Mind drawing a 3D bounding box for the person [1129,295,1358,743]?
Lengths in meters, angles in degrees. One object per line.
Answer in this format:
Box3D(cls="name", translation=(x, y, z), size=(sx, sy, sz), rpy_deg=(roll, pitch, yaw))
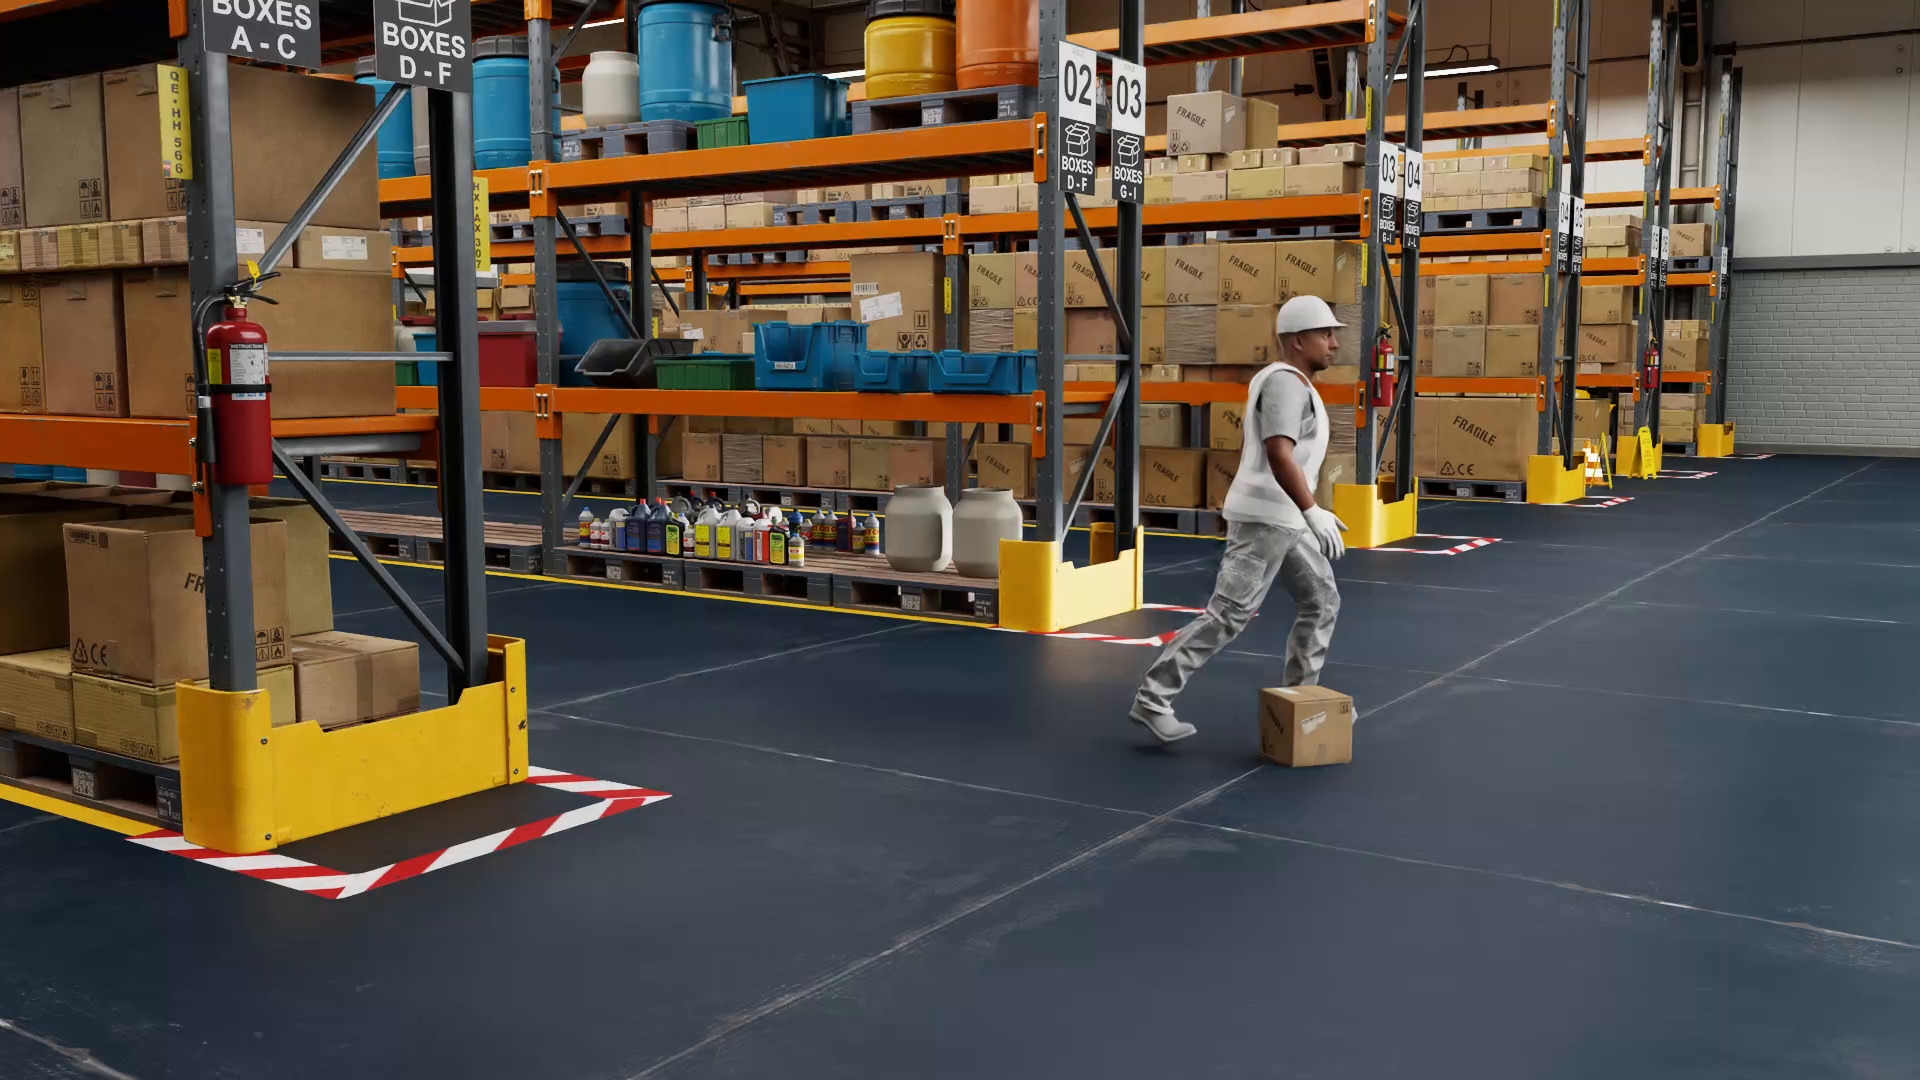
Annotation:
Box3D(cls="person", translation=(1.118, -0.077, 6.454), size=(0.867, 1.724, 0.668), rpy_deg=(2, 6, 14))
